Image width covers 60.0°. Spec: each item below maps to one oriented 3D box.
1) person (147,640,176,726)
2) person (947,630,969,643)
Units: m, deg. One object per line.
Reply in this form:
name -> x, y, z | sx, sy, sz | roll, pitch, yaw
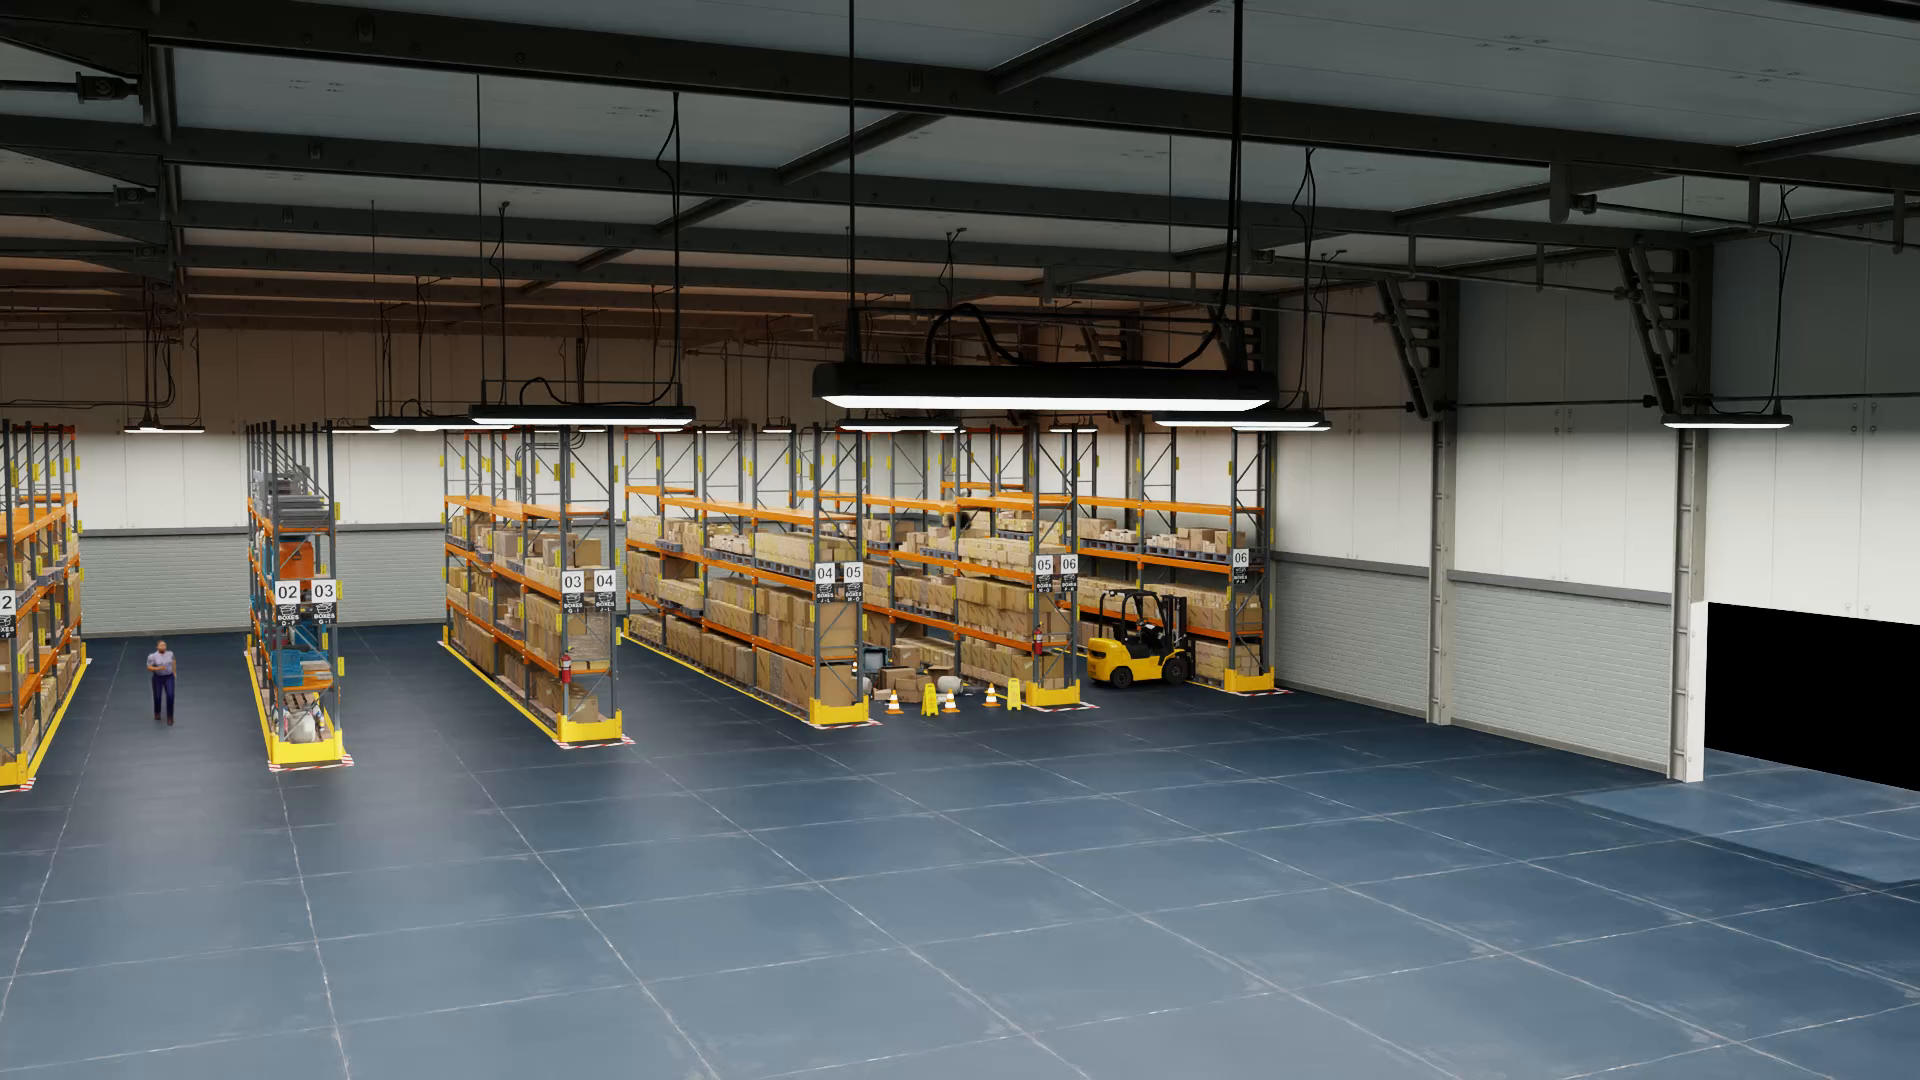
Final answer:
person -> -15.893, 2.830, 33.120 | 0.551, 1.707, 0.842 | -2, 4, -33
person -> -0.034, 2.098, 44.065 | 0.672, 1.740, 1.011 | -3, 4, -37
